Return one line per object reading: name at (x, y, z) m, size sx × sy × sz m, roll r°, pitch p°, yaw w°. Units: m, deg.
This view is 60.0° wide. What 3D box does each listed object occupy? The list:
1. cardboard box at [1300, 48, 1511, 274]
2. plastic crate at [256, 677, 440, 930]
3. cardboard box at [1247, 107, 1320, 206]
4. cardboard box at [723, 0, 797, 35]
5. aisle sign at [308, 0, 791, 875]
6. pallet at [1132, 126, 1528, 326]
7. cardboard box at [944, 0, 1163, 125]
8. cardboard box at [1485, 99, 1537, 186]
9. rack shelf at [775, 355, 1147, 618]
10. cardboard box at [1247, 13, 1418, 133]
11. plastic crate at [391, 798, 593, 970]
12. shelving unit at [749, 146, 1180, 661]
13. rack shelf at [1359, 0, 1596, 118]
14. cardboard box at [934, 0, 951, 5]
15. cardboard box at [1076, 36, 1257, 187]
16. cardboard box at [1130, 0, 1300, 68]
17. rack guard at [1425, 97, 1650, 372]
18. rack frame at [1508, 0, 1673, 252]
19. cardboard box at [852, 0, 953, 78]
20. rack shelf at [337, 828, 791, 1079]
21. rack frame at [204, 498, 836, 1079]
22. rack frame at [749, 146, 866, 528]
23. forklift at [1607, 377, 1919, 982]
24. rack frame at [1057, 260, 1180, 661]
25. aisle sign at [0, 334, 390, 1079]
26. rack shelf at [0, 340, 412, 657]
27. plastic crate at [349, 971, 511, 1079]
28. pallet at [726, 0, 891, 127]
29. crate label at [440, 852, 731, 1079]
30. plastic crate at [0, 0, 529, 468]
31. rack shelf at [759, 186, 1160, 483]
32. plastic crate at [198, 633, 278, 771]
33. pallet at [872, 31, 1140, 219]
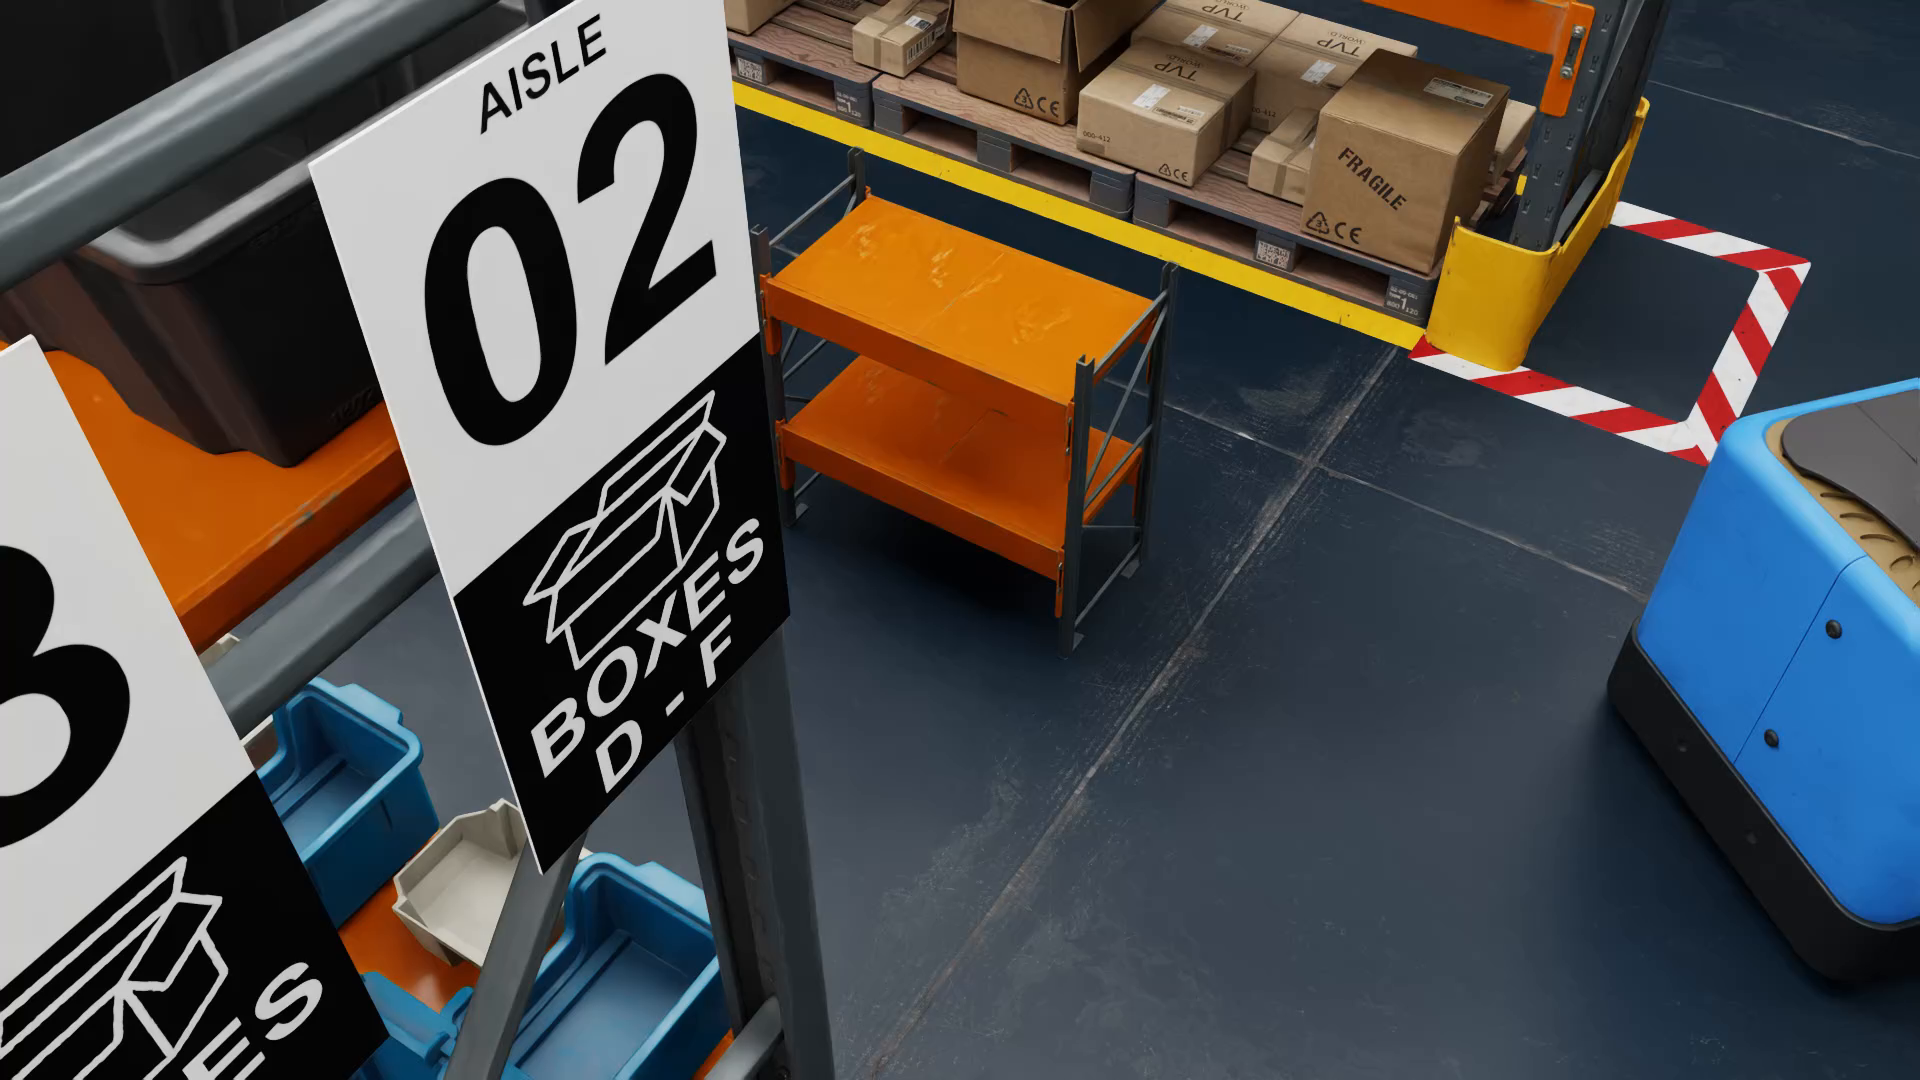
cardboard box at (1.573, -1.350, 5.906) m, size 0.500 × 0.500 × 0.500 m, roll 25°, pitch 51°, yaw 22°
plastic crate at (-1.098, 0.471, 2.775) m, size 0.300 × 0.233 × 0.416 m, roll 25°, pitch 51°, yaw 22°
cardboard box at (1.281, -1.445, 6.231) m, size 0.250 × 0.166 × 0.380 m, roll 25°, pitch 51°, yaw 22°
cardboard box at (-0.967, -2.478, 7.134) m, size 0.500 × 0.311 × 0.500 m, roll 25°, pitch 51°, yaw 22°
aisle sign at (-0.293, -0.074, 1.418) m, size 0.004 × 0.787 × 0.394 m, roll 25°, pitch 51°, yaw 22°
pallet at (1.428, -1.371, 6.436) m, size 1.213 × 0.211 × 1.003 m, roll 25°, pitch 51°, yaw 22°
cardboard box at (0.381, -2.114, 6.646) m, size 0.637 × 0.503 × 0.797 m, roll 25°, pitch 51°, yaw 22°
cardboard box at (1.997, -1.535, 6.331) m, size 0.250 × 0.149 × 0.380 m, roll 25°, pitch 51°, yaw 22°
rack shelf at (0.006, -0.219, 5.019) m, size 1.000 × 0.278 × 0.538 m, roll 25°, pitch 51°, yaw 22°
cardboard box at (1.438, -1.776, 6.495) m, size 0.500 × 0.250 × 0.500 m, roll 25°, pitch 51°, yaw 22°
plastic crate at (-0.769, 0.585, 2.732) m, size 0.298 × 0.136 × 0.250 m, roll 25°, pitch 51°, yaw 22°
shelving unit at (0.006, -0.389, 4.844) m, size 1.048 × 1.125 × 0.538 m, roll 25°, pitch 51°, yaw 22°
rack shelf at (0.480, -2.529, 6.118) m, size 4.000 × 0.370 × 1.077 m, roll 25°, pitch 51°, yaw 22°
cardboard box at (0.061, -2.431, 7.089) m, size 0.500 × 0.311 × 0.500 m, roll 25°, pitch 51°, yaw 22°
cardboard box at (0.790, -1.649, 6.371) m, size 0.500 × 0.250 × 0.500 m, roll 25°, pitch 51°, yaw 22°
cardboard box at (1.017, -1.970, 6.683) m, size 0.500 × 0.250 × 0.500 m, roll 25°, pitch 51°, yaw 22°
rack guard at (2.100, -1.164, 6.033) m, size 0.348 × 0.500 × 1.175 m, roll 25°, pitch 51°, yaw 22°
rack frame at (2.164, -2.006, 5.108) m, size 0.127 × 3.000 × 1.000 m, roll 25°, pitch 51°, yaw 22°
cardboard box at (-0.233, -2.098, 6.866) m, size 0.250 × 0.166 × 0.380 m, roll 25°, pitch 51°, yaw 22°
rack shelf at (-2.197, 0.459, 3.214) m, size 4.000 × 0.370 × 1.077 m, roll 25°, pitch 51°, yaw 22°
rack frame at (-0.514, 0.983, 2.203) m, size 0.127 × 3.000 × 1.000 m, roll 25°, pitch 51°, yaw 22°
rack frame at (-0.422, -0.586, 5.035) m, size 0.032 × 1.125 × 0.500 m, roll 25°, pitch 51°, yaw 22°
forklift at (3.416, -0.540, 3.731) m, size 3.031 × 2.935 × 1.130 m, roll -12°, pitch 47°, yaw -12°
rack frame at (0.434, -0.193, 4.653) m, size 0.032 × 1.125 × 0.500 m, roll 25°, pitch 51°, yaw 22°
aisle sign at (-0.611, 0.282, 1.072) m, size 0.004 × 0.787 × 0.394 m, roll 25°, pitch 51°, yaw 22°
rack shelf at (-2.197, -0.586, 2.138) m, size 4.000 × 0.370 × 1.077 m, roll 25°, pitch 51°, yaw 22°
plastic crate at (-0.896, 0.933, 2.185) m, size 0.499 × 0.435 × 0.616 m, roll 25°, pitch 51°, yaw 22°
pallet at (-0.626, -2.316, 7.354) m, size 1.213 × 0.211 × 1.003 m, roll 25°, pitch 51°, yaw 22°
crate label at (-0.544, 0.726, 2.528) m, size 0.303 × 0.233 × 0.416 m, roll 25°, pitch 51°, yaw 22°
plastic crate at (-0.687, -0.334, 1.483) m, size 0.590 × 0.269 × 0.497 m, roll 25°, pitch 51°, yaw 22°
rack shelf at (0.006, -0.593, 4.634) m, size 1.000 × 0.278 × 0.538 m, roll 25°, pitch 51°, yaw 22°
plastic crate at (-1.340, 0.323, 2.987) m, size 0.298 × 0.136 × 0.250 m, roll 25°, pitch 51°, yaw 22°
pallet at (0.405, -1.844, 6.895) m, size 1.213 × 0.211 × 1.003 m, roll 25°, pitch 51°, yaw 22°
